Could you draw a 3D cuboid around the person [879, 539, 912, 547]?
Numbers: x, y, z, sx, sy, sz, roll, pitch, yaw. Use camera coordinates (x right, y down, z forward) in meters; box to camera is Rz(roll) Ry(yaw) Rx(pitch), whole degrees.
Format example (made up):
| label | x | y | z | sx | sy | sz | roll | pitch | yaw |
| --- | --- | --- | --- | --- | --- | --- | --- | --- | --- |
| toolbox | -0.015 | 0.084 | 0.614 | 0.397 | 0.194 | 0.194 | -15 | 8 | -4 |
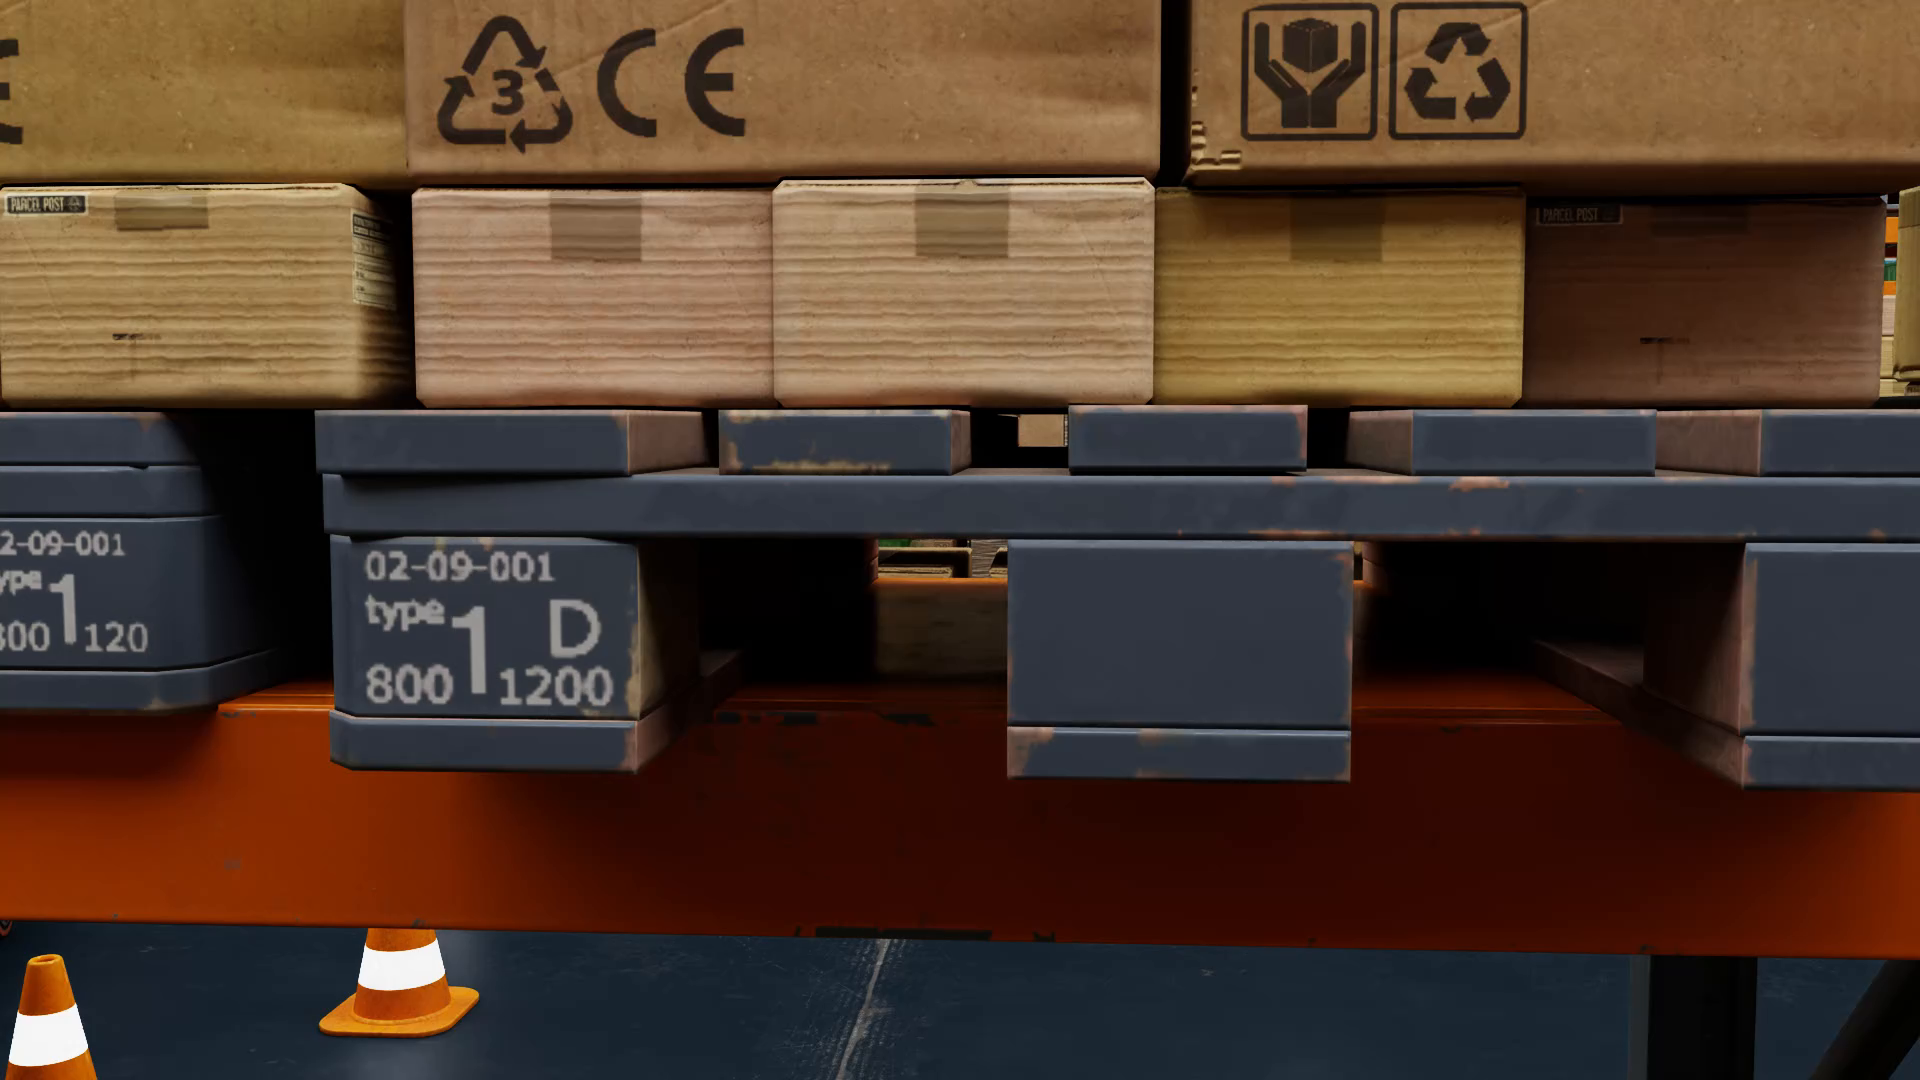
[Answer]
| label | x | y | z | sx | sy | sz | roll | pitch | yaw |
| --- | --- | --- | --- | --- | --- | --- | --- | --- | --- |
| person | -0.513 | -0.109 | 10.211 | 0.564 | 1.781 | 0.495 | 0 | 4 | 3 |
